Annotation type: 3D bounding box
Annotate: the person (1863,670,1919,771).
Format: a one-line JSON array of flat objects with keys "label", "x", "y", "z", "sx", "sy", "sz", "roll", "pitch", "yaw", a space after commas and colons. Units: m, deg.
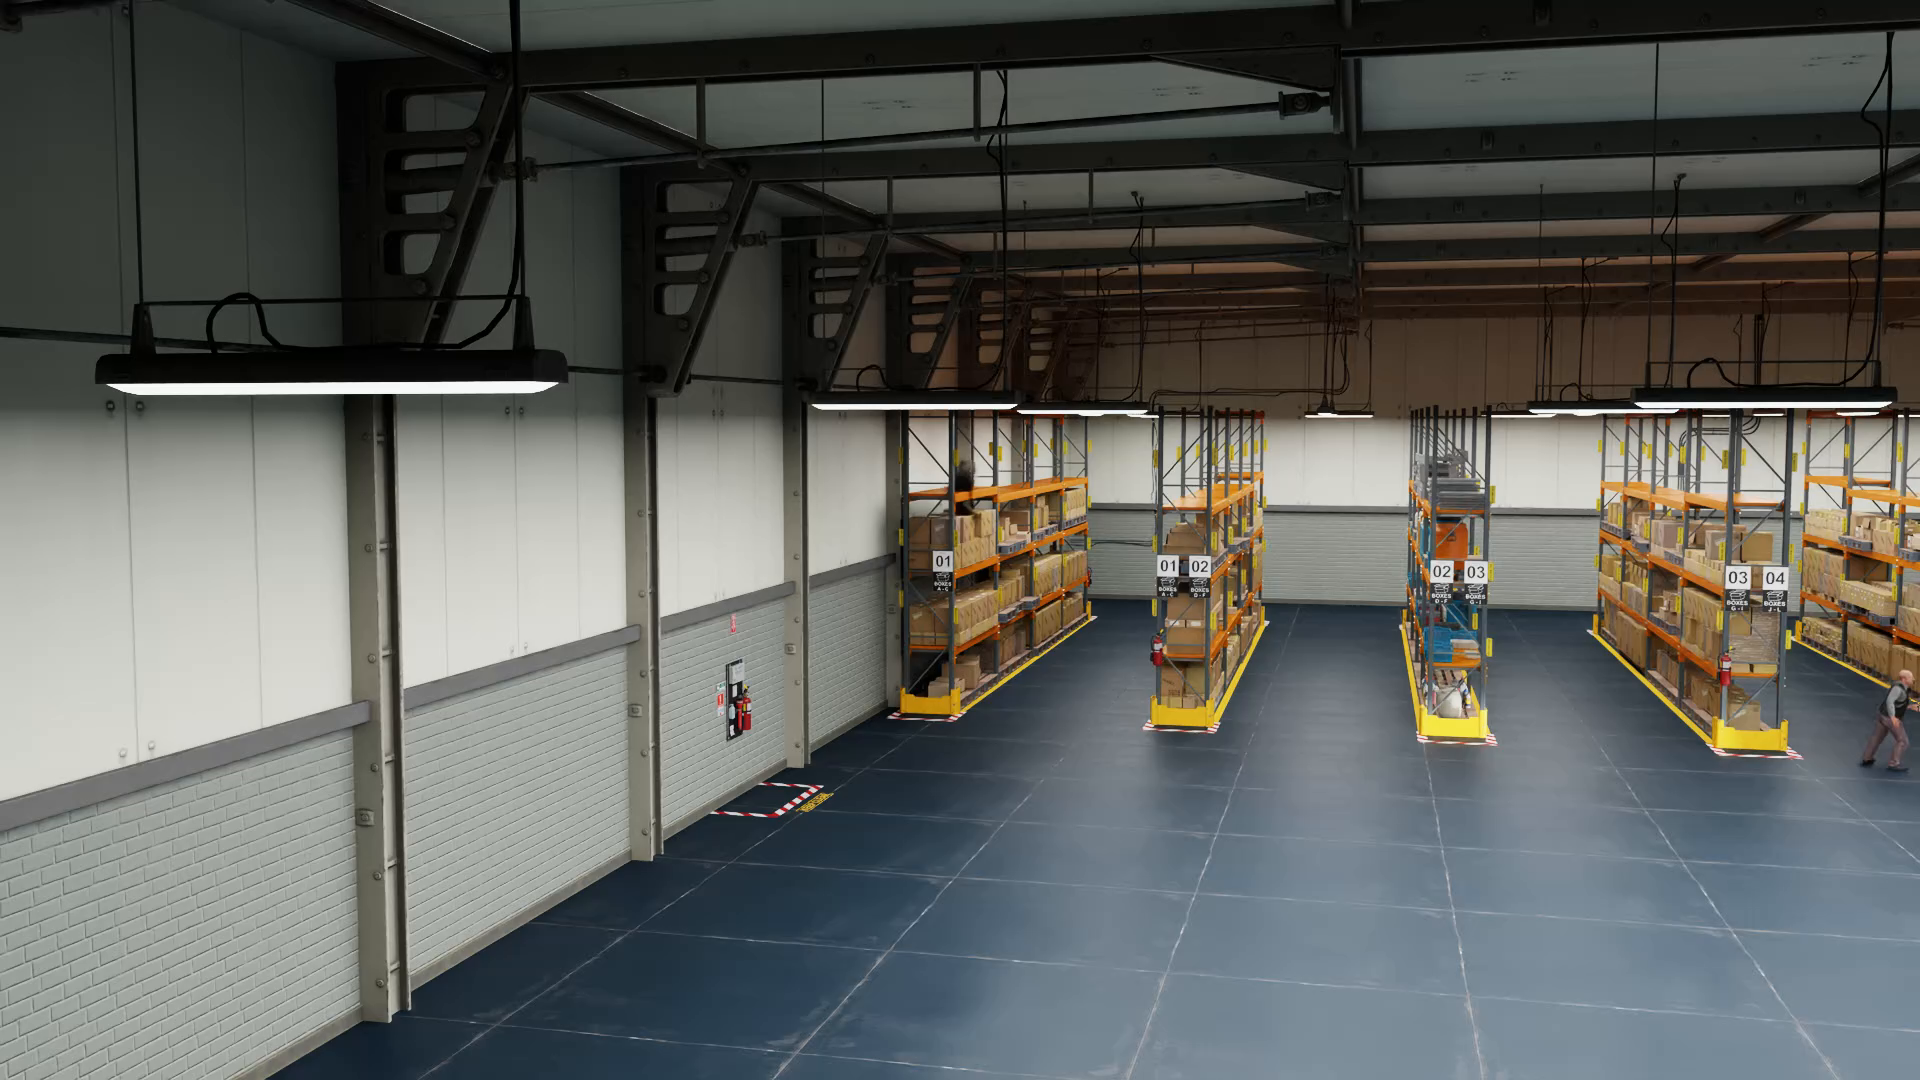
[{"label": "person", "x": 15.373, "y": 2.940, "z": 27.353, "sx": 0.830, "sy": 1.664, "sz": 0.717, "roll": 1, "pitch": 4, "yaw": 19}]
